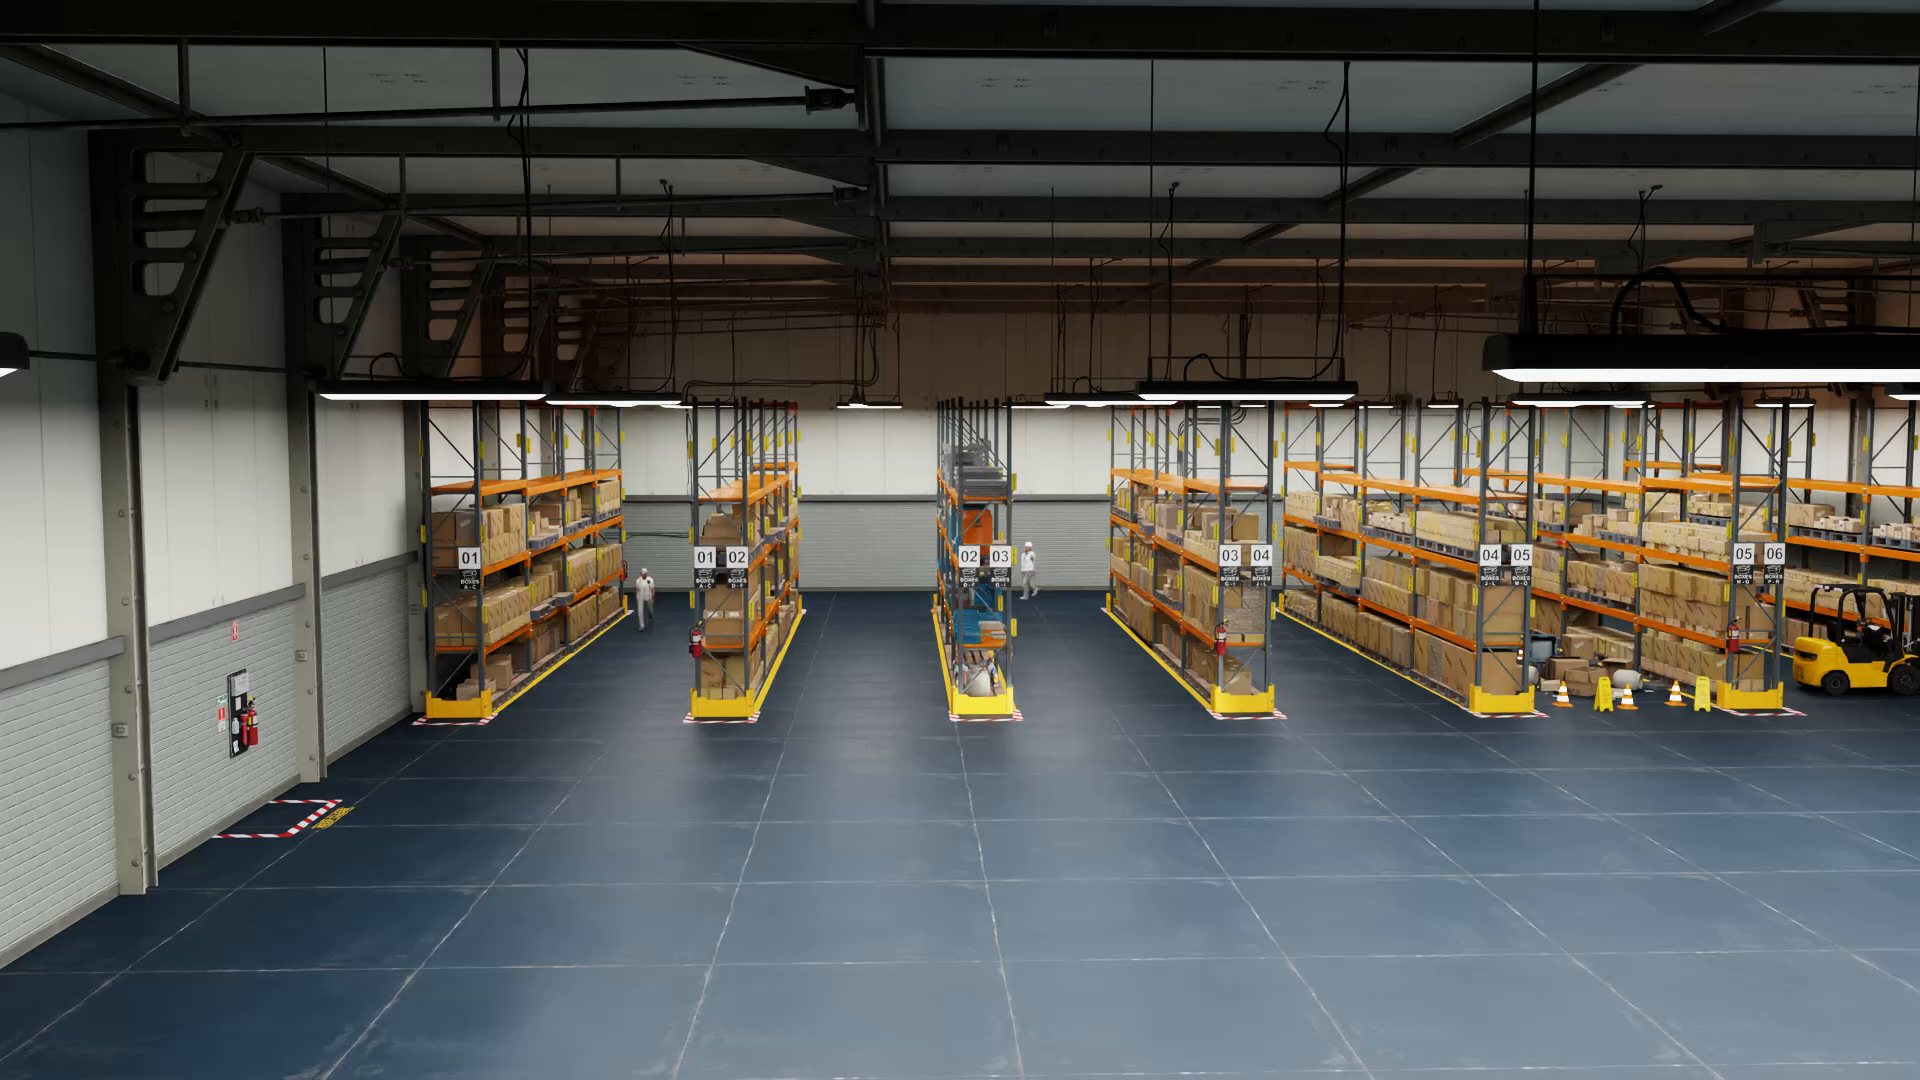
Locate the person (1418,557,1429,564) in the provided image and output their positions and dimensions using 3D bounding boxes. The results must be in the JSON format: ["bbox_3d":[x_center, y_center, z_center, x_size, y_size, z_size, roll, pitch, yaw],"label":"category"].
[{"bbox_3d":[14.111,0.888,50.874,0.540,1.779,0.614,-2,5,-23],"label":"person"}]

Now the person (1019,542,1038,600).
[{"bbox_3d":[2.104,0.930,50.622,0.821,1.751,0.528,-3,5,-34],"label":"person"}]

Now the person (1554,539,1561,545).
[{"bbox_3d":[18.483,0.853,51.399,0.652,1.778,0.533,-1,5,-18],"label":"person"}]

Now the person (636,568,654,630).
[{"bbox_3d":[-8.256,1.531,43.630,0.485,1.617,0.824,0,4,-5],"label":"person"}]
